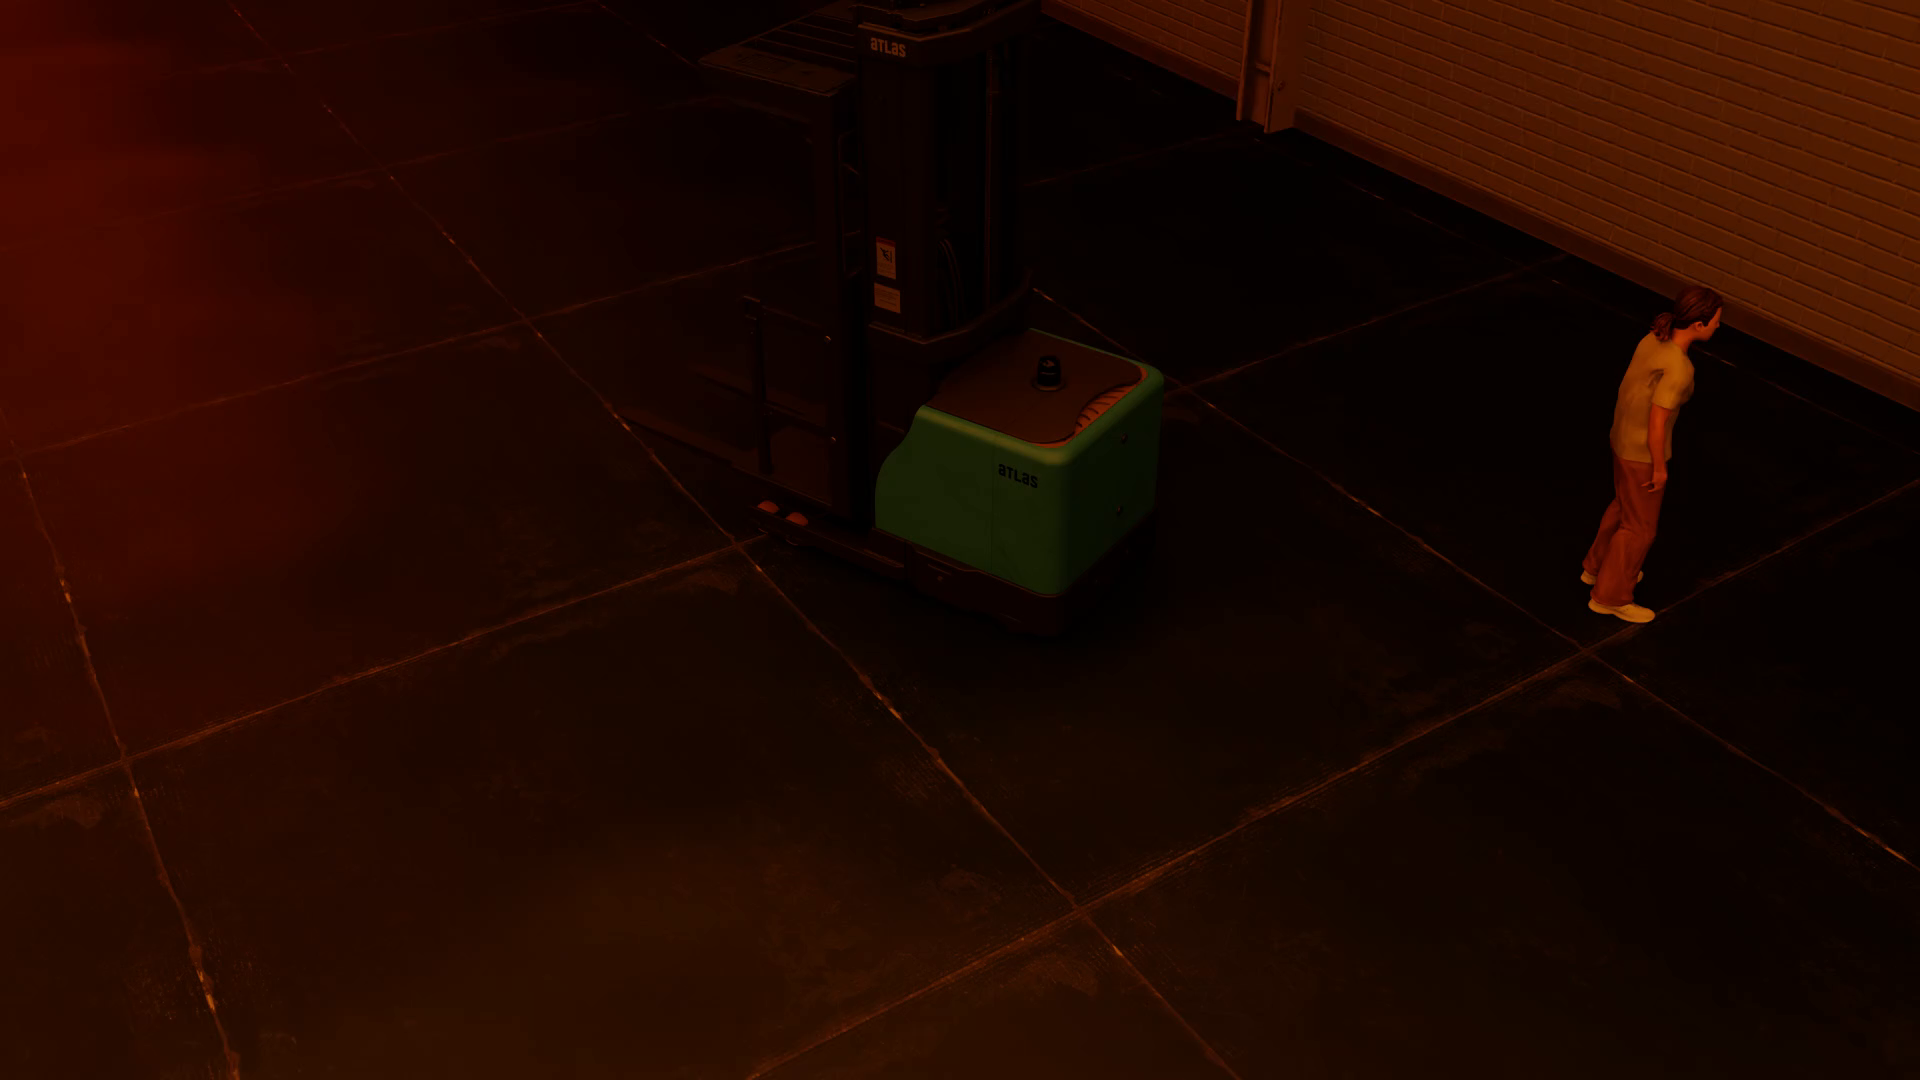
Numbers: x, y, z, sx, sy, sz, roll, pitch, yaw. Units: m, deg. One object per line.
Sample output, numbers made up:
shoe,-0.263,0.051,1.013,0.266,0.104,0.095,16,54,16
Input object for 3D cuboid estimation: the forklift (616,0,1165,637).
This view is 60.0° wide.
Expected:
forklift,-0.500,-1.399,8.138,3.031,2.935,1.130,22,41,28

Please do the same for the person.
person,3.250,-0.422,7.845,0.365,1.671,0.514,4,35,5
